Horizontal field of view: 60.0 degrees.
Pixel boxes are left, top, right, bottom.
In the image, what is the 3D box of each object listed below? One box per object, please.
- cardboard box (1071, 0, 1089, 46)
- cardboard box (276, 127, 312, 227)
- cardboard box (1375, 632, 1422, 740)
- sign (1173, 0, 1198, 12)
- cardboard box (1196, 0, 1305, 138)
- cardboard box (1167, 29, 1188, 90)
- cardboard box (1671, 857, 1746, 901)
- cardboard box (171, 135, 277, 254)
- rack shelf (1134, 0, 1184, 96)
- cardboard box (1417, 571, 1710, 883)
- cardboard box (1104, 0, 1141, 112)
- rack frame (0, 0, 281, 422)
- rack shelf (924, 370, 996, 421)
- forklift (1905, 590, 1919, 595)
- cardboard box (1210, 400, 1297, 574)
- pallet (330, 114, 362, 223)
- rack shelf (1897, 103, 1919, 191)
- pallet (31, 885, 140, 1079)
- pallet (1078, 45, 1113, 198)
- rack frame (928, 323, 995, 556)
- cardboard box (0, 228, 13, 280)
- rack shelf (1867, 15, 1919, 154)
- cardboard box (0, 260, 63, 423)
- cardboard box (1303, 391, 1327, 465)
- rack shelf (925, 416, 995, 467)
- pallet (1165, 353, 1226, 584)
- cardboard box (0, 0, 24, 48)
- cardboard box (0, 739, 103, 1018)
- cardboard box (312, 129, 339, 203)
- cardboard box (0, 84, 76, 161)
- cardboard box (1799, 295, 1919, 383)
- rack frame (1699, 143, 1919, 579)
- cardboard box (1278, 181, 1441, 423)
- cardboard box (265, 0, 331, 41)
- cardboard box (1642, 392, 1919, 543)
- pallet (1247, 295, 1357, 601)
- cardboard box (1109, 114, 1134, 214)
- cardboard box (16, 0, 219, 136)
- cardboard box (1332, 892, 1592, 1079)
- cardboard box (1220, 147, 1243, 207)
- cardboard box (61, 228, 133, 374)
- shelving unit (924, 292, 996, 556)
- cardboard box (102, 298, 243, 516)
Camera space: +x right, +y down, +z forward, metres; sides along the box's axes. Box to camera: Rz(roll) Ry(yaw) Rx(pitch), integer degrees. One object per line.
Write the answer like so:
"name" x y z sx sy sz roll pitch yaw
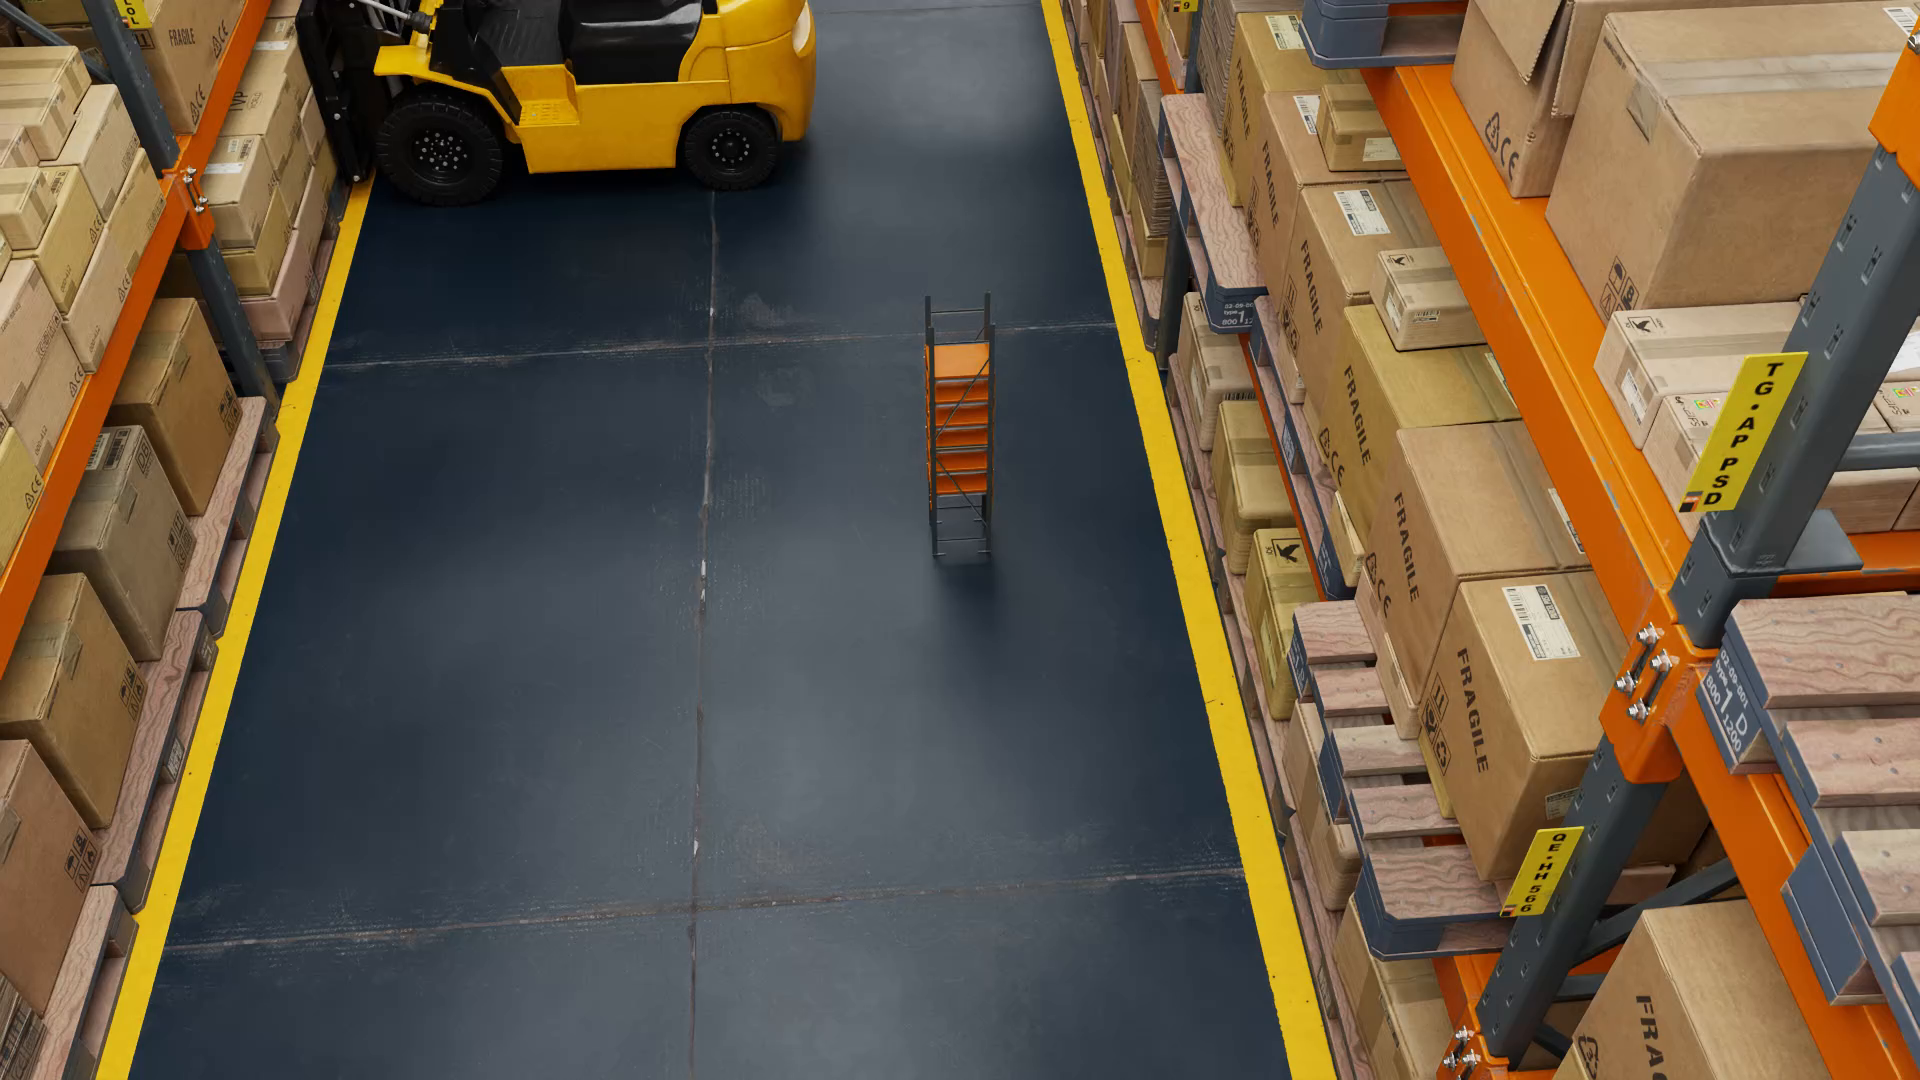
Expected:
"cardboard box" 0.897 -2.999 9.265 0.500 0.250 0.500 -2 47 -2
"cardboard box" -3.318 -1.675 7.668 0.500 0.250 0.500 -4 47 -4
"cardboard box" 1.317 0.368 4.356 0.380 0.149 0.250 -4 47 -4
"sign" 0.865 -2.135 6.246 0.100 0.325 0.005 -3 47 -3
"cardboard box" 1.158 -1.800 5.963 0.500 0.500 0.500 -2 47 -2
"cardboard box" 1.074 -2.004 6.891 0.380 0.149 0.250 -4 47 -4
"cardboard box" 1.898 0.714 4.028 0.380 0.149 0.250 -6 47 -6
"cardboard box" -3.269 -1.483 7.141 0.500 0.250 0.500 -4 47 -4
"rack shelf" 1.237 -3.076 8.229 1.077 0.370 4.000 -3 47 -3
"cardboard box" 1.424 0.425 3.855 0.500 0.500 0.500 -5 47 -4
"cardboard box" 1.000 -2.481 8.259 0.500 0.500 0.500 -1 47 -1
"rack frame" -3.541 -1.572 6.309 1.000 3.000 0.127 -3 47 -3
"rack shelf" -0.001 -0.558 6.319 0.258 0.103 0.180 -3 47 -3
"forklift" 3.883 -0.227 5.082 1.130 2.935 3.031 0 47 0
"cardboard box" 1.515 -0.218 6.547 0.950 0.372 0.625 -1 47 -1
"pallet" -3.671 -2.075 8.707 1.003 0.211 1.213 -3 47 -3
"rack shelf" 1.907 0.787 0.714 1.077 0.370 4.000 -3 47 -3
"pallet" -3.236 1.683 5.147 1.003 0.211 1.213 -3 47 -3
"pallet" 1.208 -2.286 8.906 1.003 0.211 1.213 -3 47 -3
"rack frame" 0.006 -0.357 6.398 0.240 1.200 0.006 -3 47 -3
"cardboard box" -3.170 -0.854 5.114 0.380 0.149 0.250 -4 47 -4
"rack shelf" 1.572 -2.107 3.455 1.077 0.370 4.000 -3 47 -3
"cardboard box" -3.158 -0.610 5.157 0.500 0.250 0.500 -3 47 -3
"cardboard box" 1.269 -0.379 5.063 0.380 0.149 0.250 -5 47 -5
"rack shelf" -0.001 -0.392 6.493 0.258 0.103 0.180 -3 47 -3
"pallet" 1.471 -0.354 7.076 1.003 0.211 1.213 -3 47 -3
"cardboard box" -3.848 -1.915 6.565 0.500 0.500 0.500 -4 47 -4
"cardboard box" -3.308 1.070 5.153 0.875 0.625 0.625 -2 47 -2
"cardboard box" -3.368 -1.878 8.204 0.500 0.250 0.500 -3 47 -3
"cardboard box" -3.252 -1.410 5.640 0.380 0.149 0.250 -4 47 -4
"cardboard box" 1.861 -0.390 3.217 0.396 0.266 0.258 -3 47 -3
"rack frame" 1.739 -1.045 1.678 1.000 3.000 0.127 -3 47 -3
"cardboard box" 1.282 -0.708 4.929 0.500 0.500 0.500 -5 47 -5
"cardboard box" -3.391 -2.593 8.193 0.500 0.250 0.500 -4 47 -4
"cardboard box" 1.504 -0.142 3.062 0.380 0.149 0.250 -3 47 -3
"pallet" 1.533 -0.346 5.280 1.003 0.211 1.213 -3 47 -3
"cardboard box" 1.033 -1.871 8.197 0.500 0.250 0.500 -5 47 -4
"cardboard box" -3.318 -1.943 6.592 0.500 0.500 0.500 -5 47 -4
"cardboard box" 1.702 1.368 5.046 0.950 0.372 0.625 -6 47 -6
"cardboard box" 1.148 -1.334 5.967 0.380 0.149 0.250 -3 47 -2
"cardboard box" -3.191 -0.808 5.689 0.500 0.250 0.500 -4 47 -4
"shelving unit" -0.001 -0.423 6.461 0.258 1.200 0.189 -3 47 -3
"cardboard box" -3.486 -0.523 6.662 0.875 0.625 0.625 -2 47 -2
